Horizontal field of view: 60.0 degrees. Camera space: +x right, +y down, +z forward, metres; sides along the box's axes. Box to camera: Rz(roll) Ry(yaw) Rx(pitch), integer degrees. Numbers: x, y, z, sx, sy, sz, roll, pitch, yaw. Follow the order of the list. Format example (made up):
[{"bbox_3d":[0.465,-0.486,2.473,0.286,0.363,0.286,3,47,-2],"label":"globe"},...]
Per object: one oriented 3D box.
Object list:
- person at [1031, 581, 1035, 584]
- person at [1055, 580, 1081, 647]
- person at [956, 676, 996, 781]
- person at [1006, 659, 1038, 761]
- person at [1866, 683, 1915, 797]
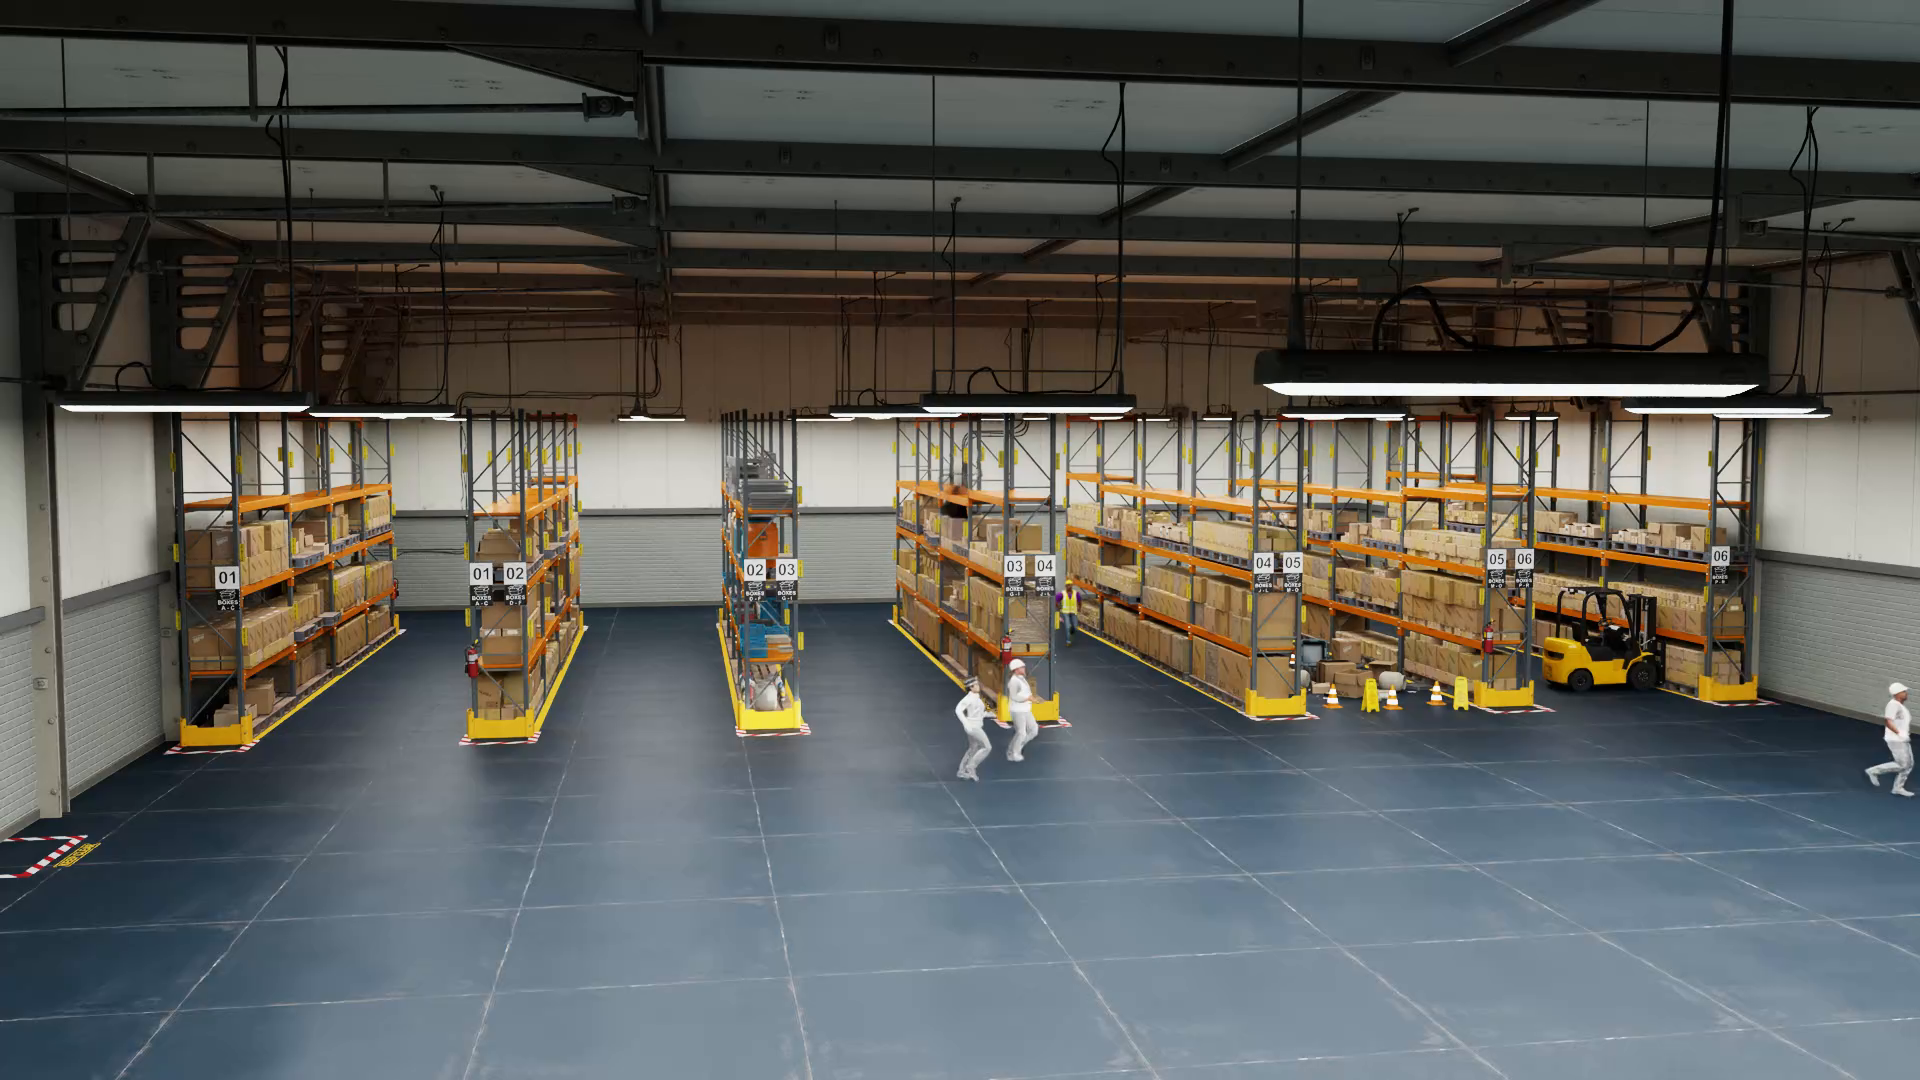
[{"bbox_3d":[2.206,1.642,46.206,0.661,1.765,0.673,0,4,-4],"label":"person"},{"bbox_3d":[2.800,1.880,42.813,0.700,1.715,0.625,-1,4,-7],"label":"person"},{"bbox_3d":[0.254,3.015,26.639,0.647,1.672,0.582,1,4,10],"label":"person"},{"bbox_3d":[1.079,2.881,28.154,0.606,1.739,0.646,2,4,22],"label":"person"},{"bbox_3d":[14.401,3.067,25.692,0.665,1.737,0.673,3,5,36],"label":"person"}]
